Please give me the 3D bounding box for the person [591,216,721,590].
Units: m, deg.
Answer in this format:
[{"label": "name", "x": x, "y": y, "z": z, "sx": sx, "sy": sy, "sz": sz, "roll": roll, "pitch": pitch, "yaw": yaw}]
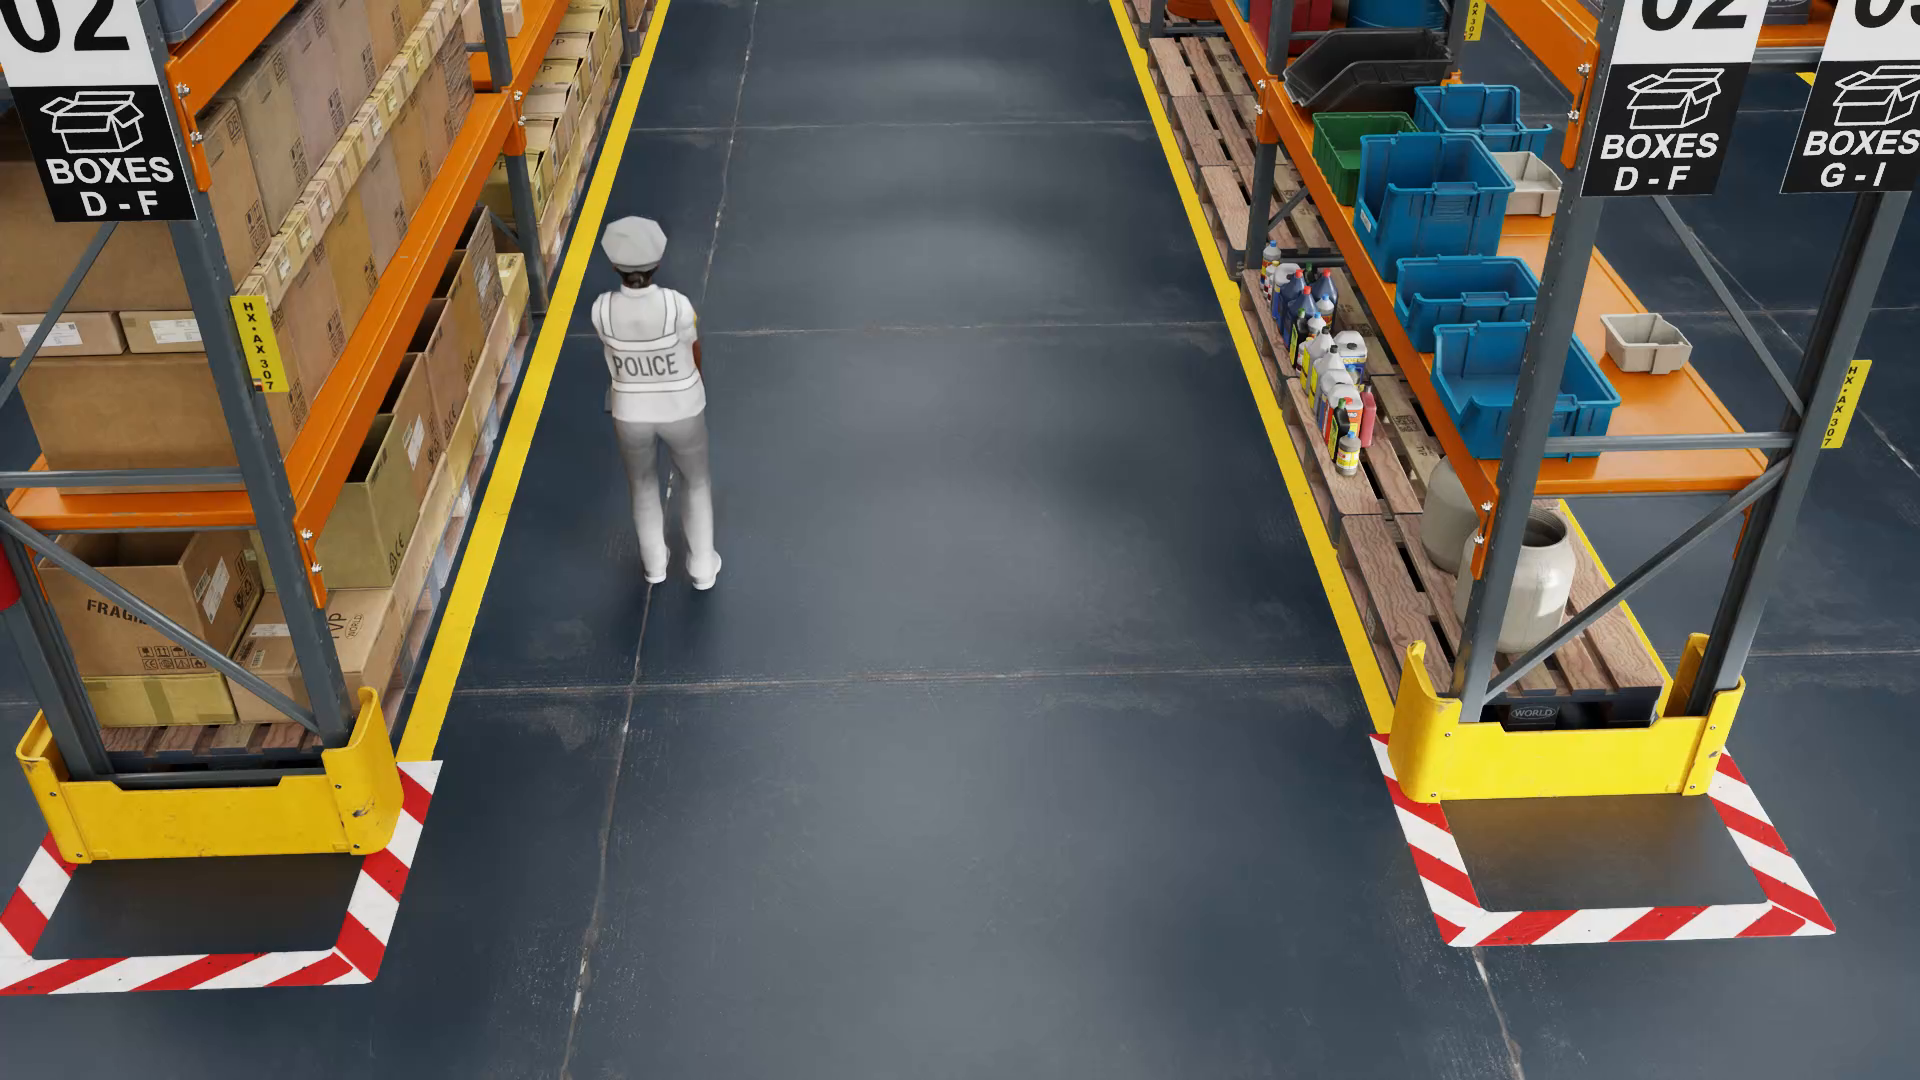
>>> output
[{"label": "person", "x": -1.259, "y": -0.568, "z": 6.931, "sx": 0.416, "sy": 1.688, "sz": 0.525, "roll": -2, "pitch": 36, "yaw": -3}]
